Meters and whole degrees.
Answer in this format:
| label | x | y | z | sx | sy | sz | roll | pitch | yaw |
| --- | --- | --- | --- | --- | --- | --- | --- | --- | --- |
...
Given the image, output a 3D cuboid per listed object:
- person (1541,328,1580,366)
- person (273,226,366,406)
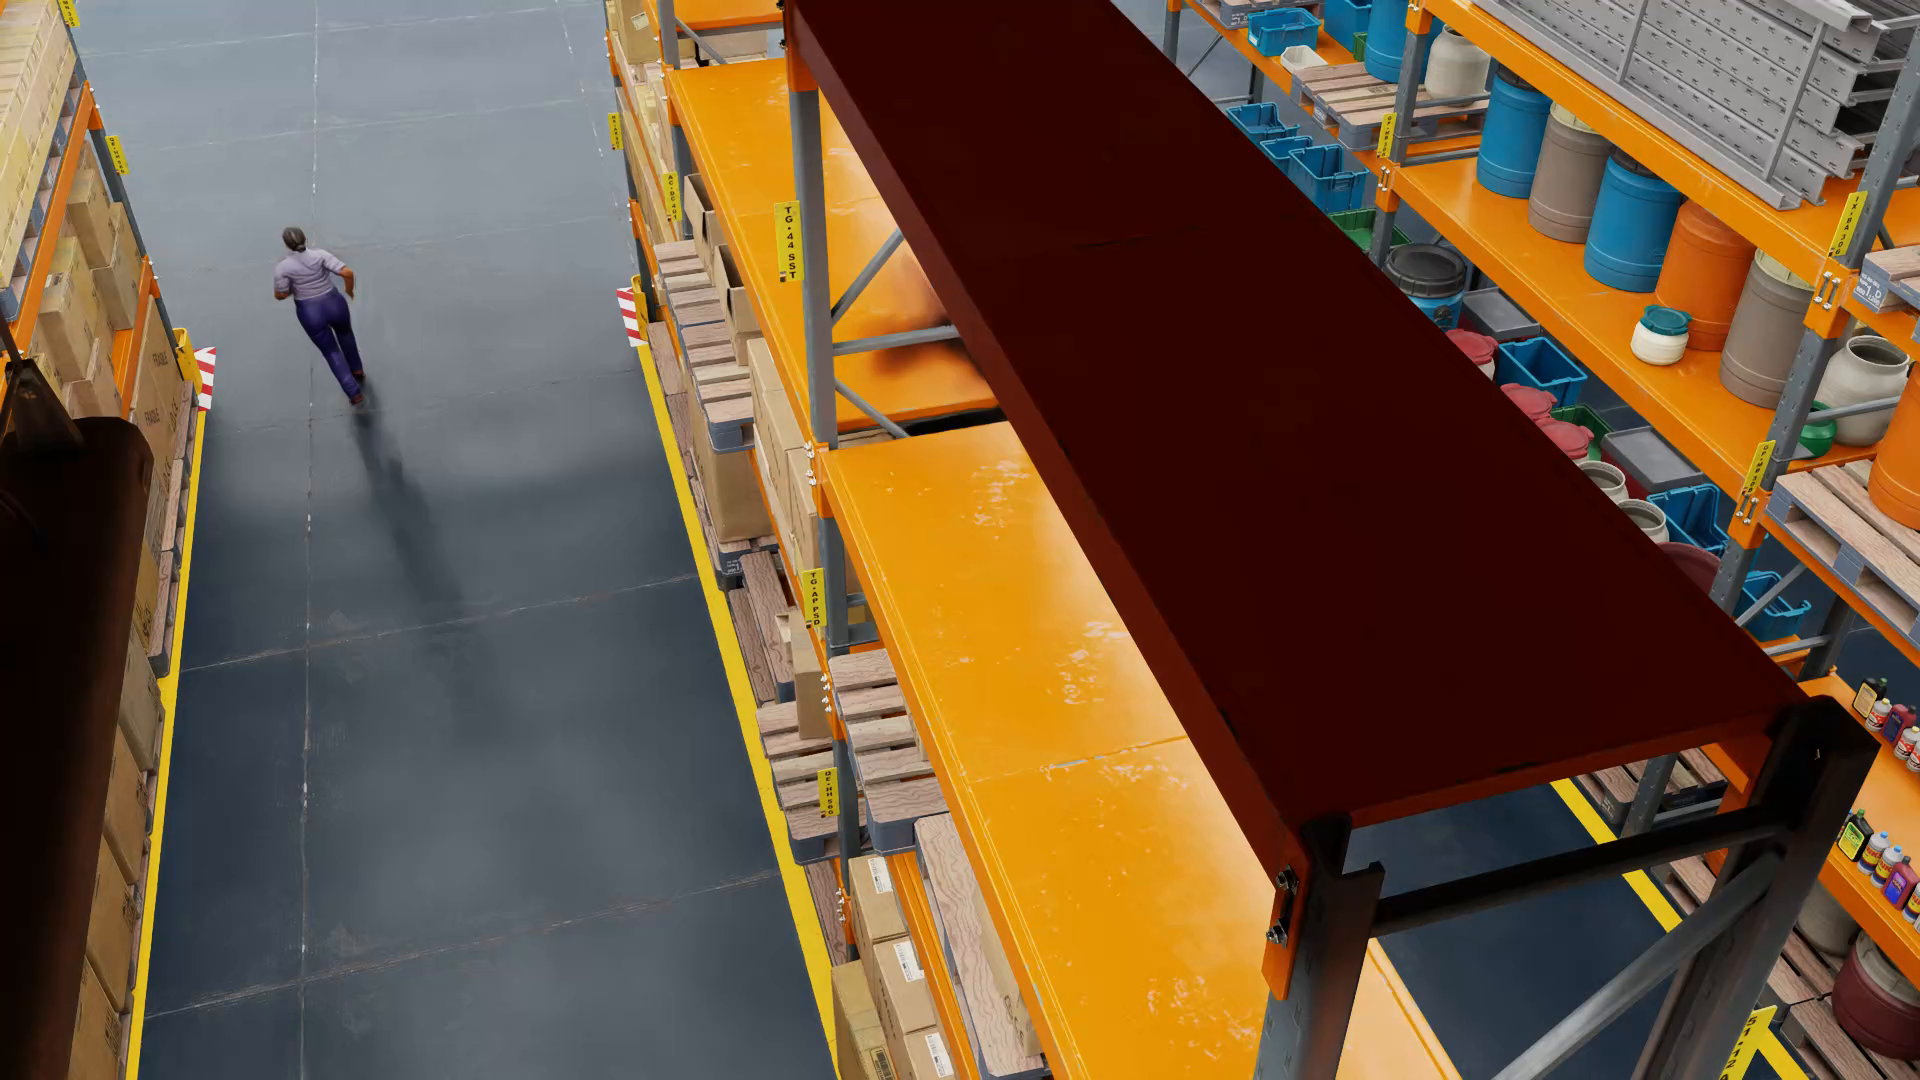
| label | x | y | z | sx | sy | sz | roll | pitch | yaw |
| --- | --- | --- | --- | --- | --- | --- | --- | --- | --- |
| person | 4.977 | -1.558 | 13.569 | 0.573 | 1.515 | 0.563 | -14 | 40 | -17 |
| person | -5.329 | -1.847 | 13.889 | 0.620 | 1.662 | 0.843 | -22 | 43 | -25 |
